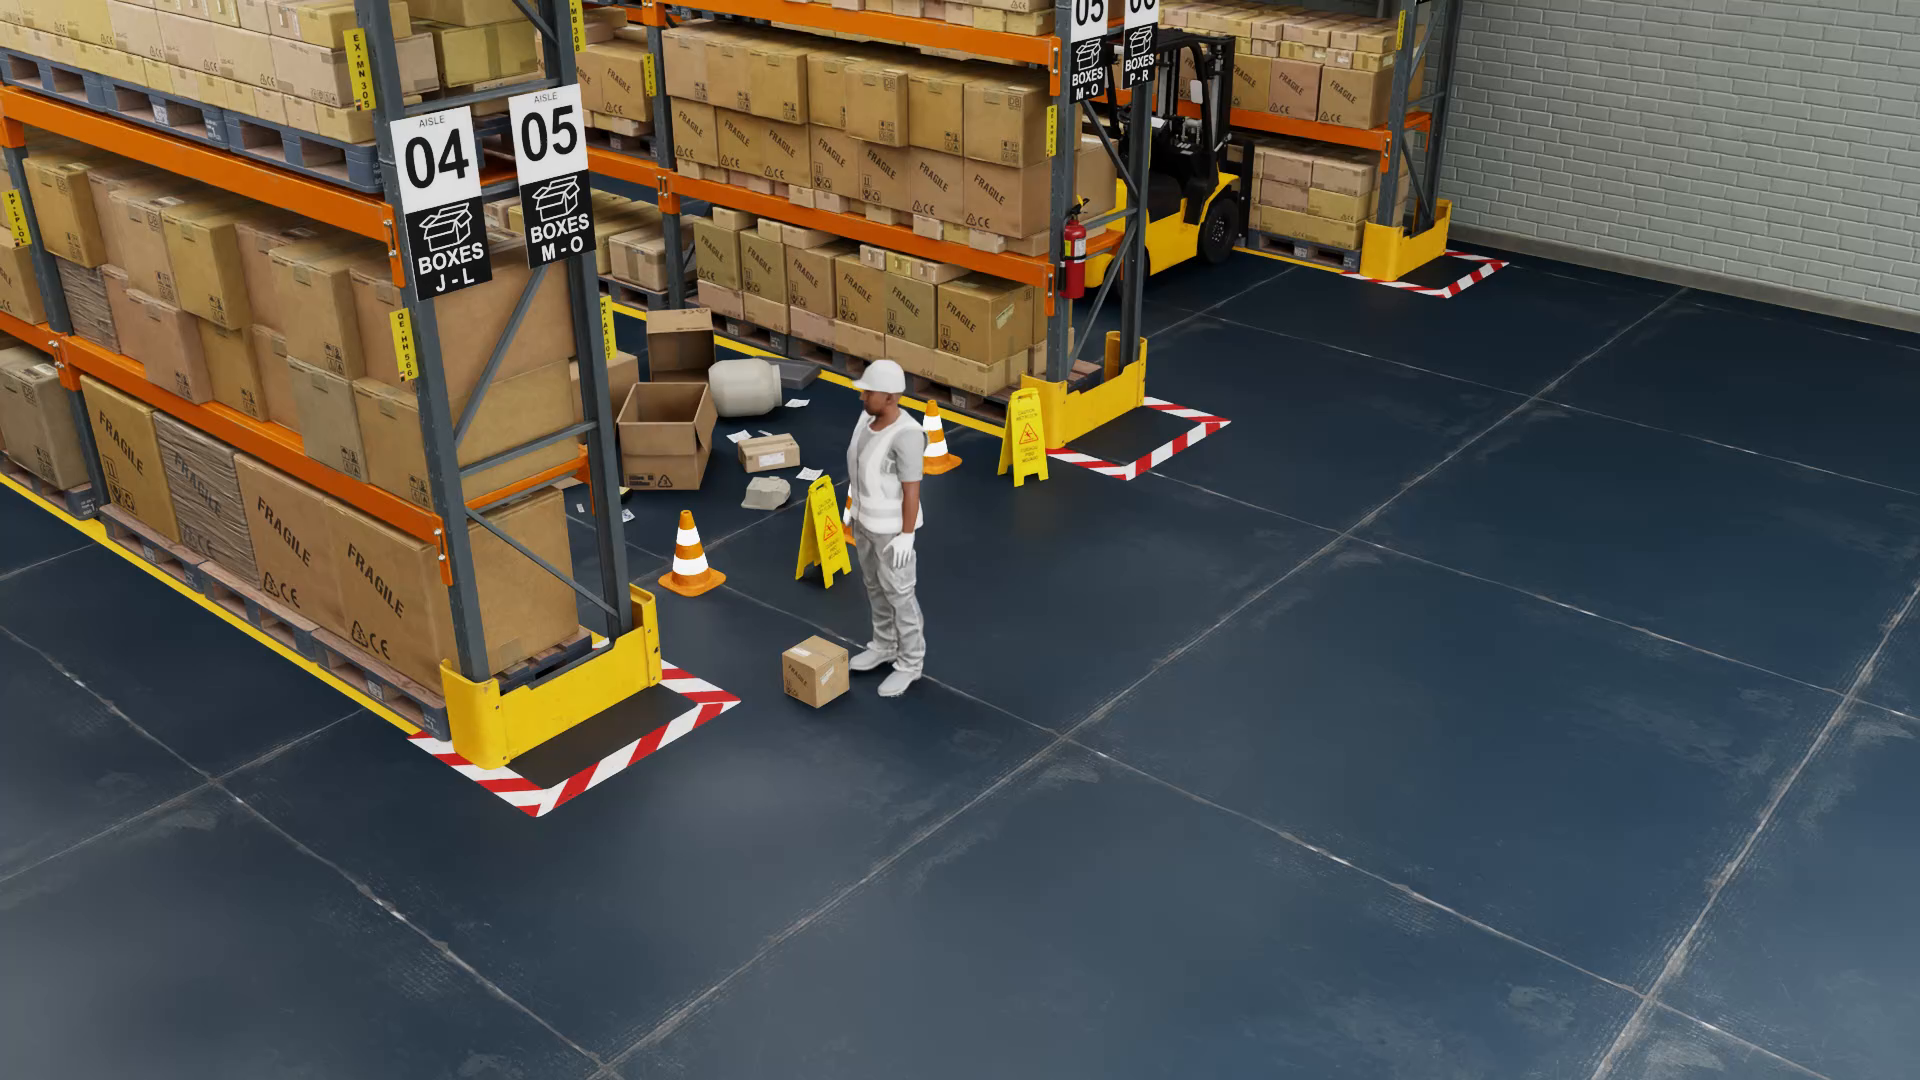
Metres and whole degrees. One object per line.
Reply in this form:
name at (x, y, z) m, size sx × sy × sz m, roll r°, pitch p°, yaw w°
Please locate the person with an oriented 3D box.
person at (-0.409, -0.087, 8.750) m, size 0.390 × 1.799 × 0.561 m, roll -16°, pitch 31°, yaw -28°
